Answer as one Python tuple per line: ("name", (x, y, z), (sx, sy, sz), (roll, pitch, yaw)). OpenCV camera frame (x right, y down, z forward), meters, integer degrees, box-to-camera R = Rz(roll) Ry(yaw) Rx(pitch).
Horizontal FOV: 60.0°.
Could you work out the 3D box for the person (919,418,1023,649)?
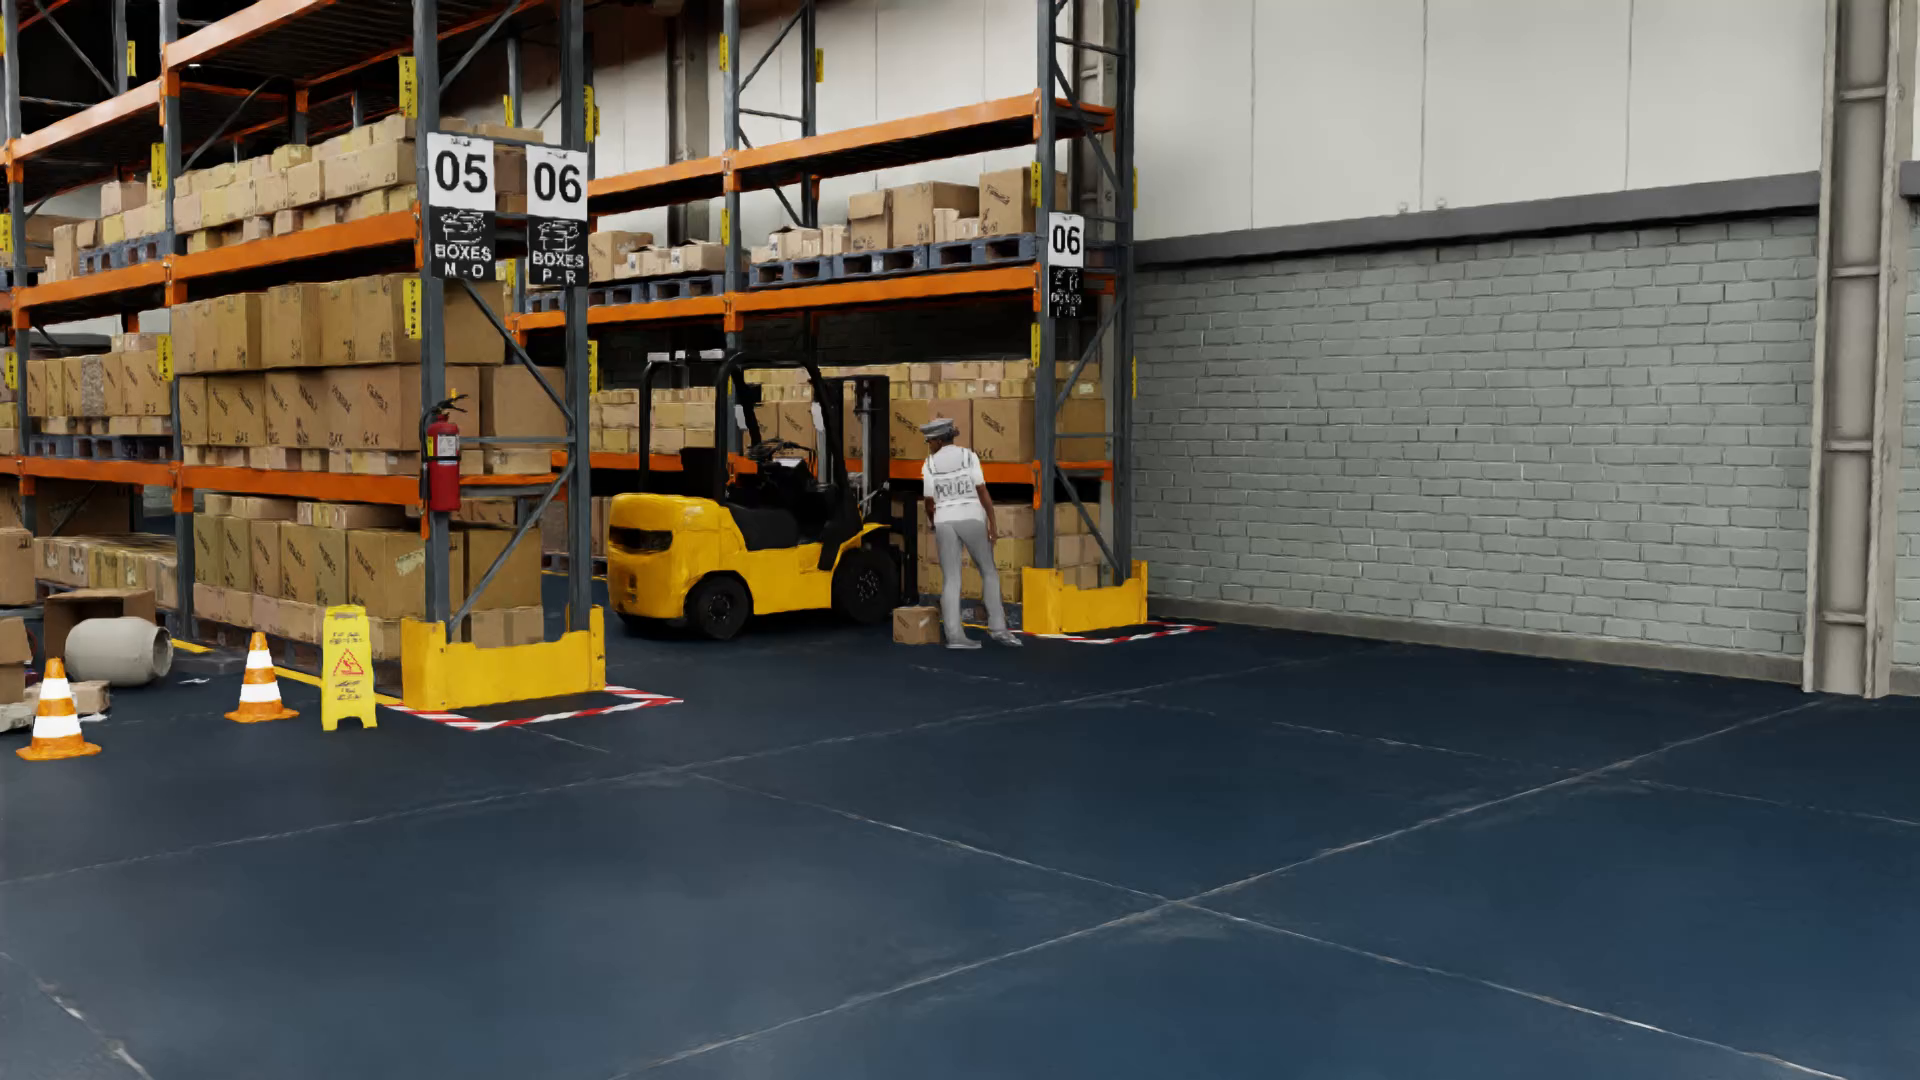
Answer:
("person", (0.066, -0.032, 11.880), (0.733, 1.650, 0.421), (1, 4, 13))
